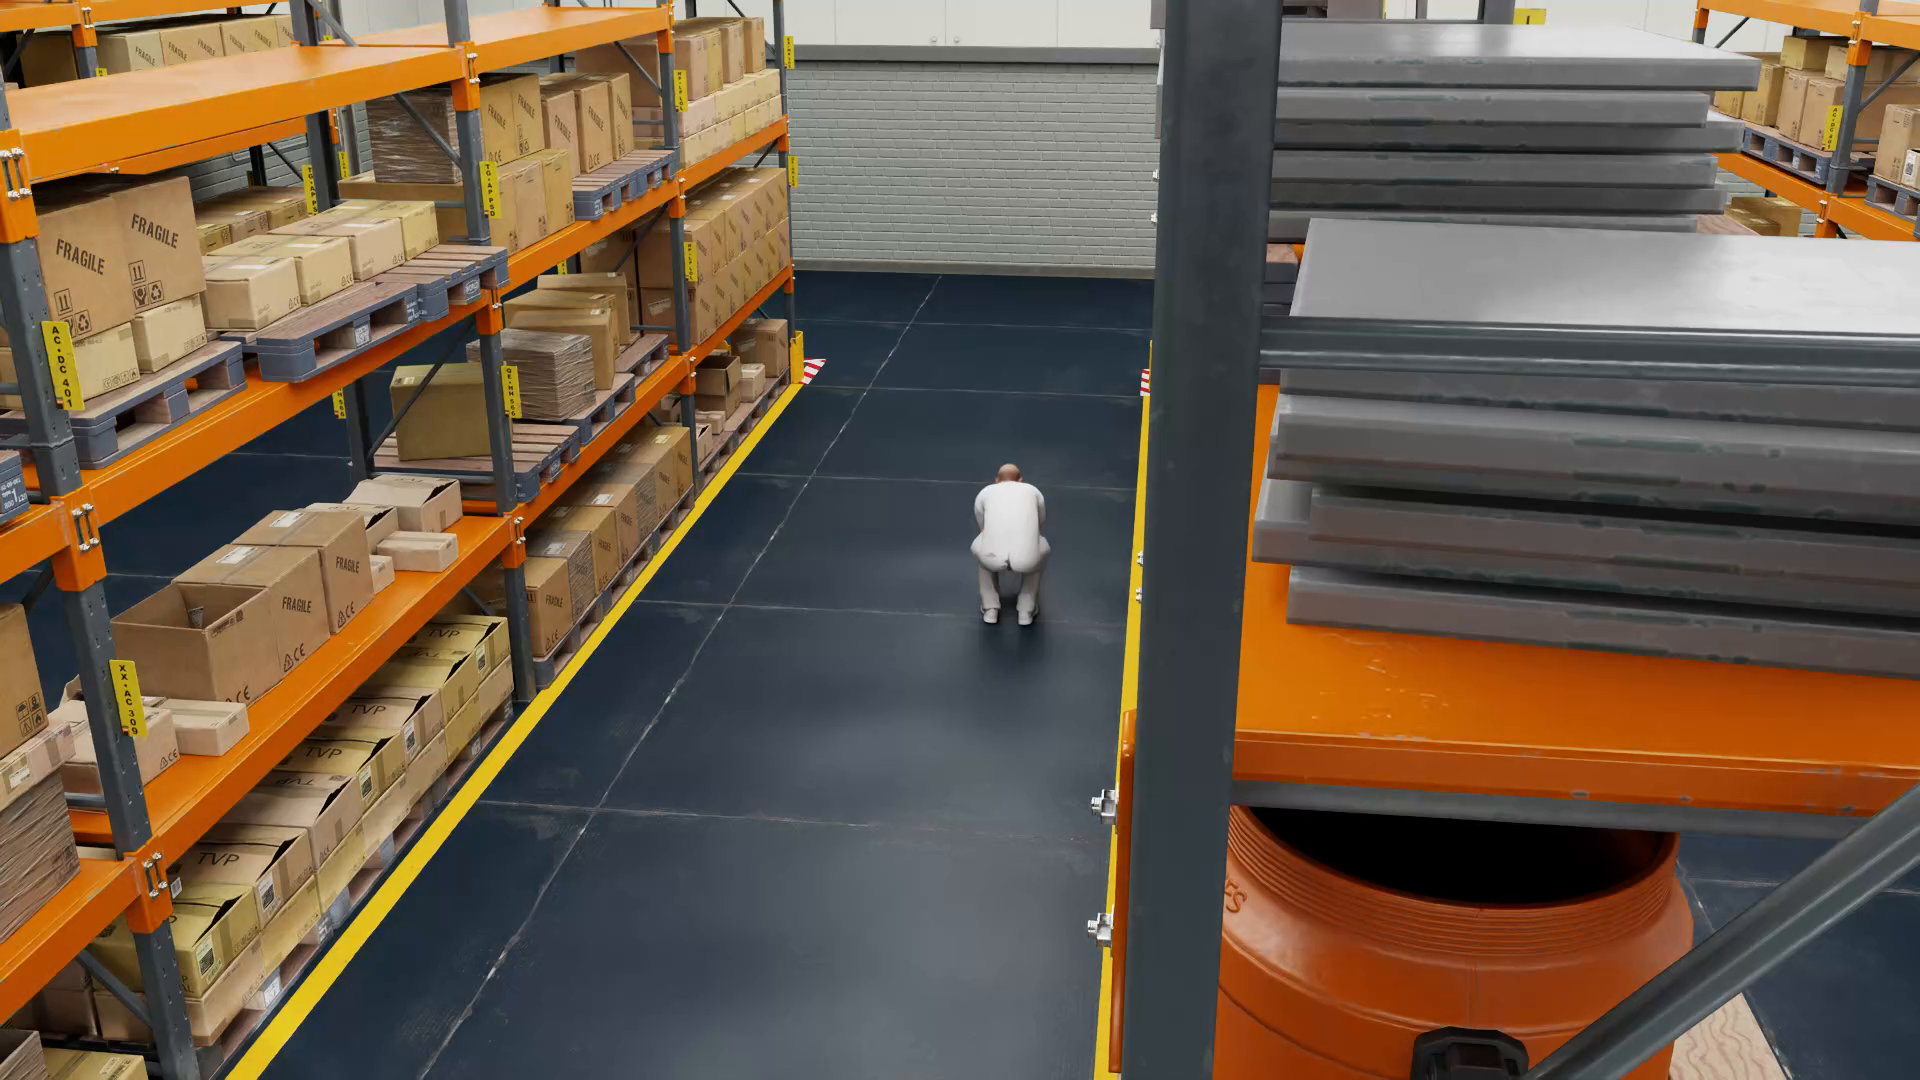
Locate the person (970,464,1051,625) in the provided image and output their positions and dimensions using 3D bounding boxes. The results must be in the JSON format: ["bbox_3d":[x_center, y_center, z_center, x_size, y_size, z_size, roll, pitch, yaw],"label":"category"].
[{"bbox_3d":[0.374,0.034,12.103,0.584,1.005,0.937,2,21,5],"label":"person"}]
